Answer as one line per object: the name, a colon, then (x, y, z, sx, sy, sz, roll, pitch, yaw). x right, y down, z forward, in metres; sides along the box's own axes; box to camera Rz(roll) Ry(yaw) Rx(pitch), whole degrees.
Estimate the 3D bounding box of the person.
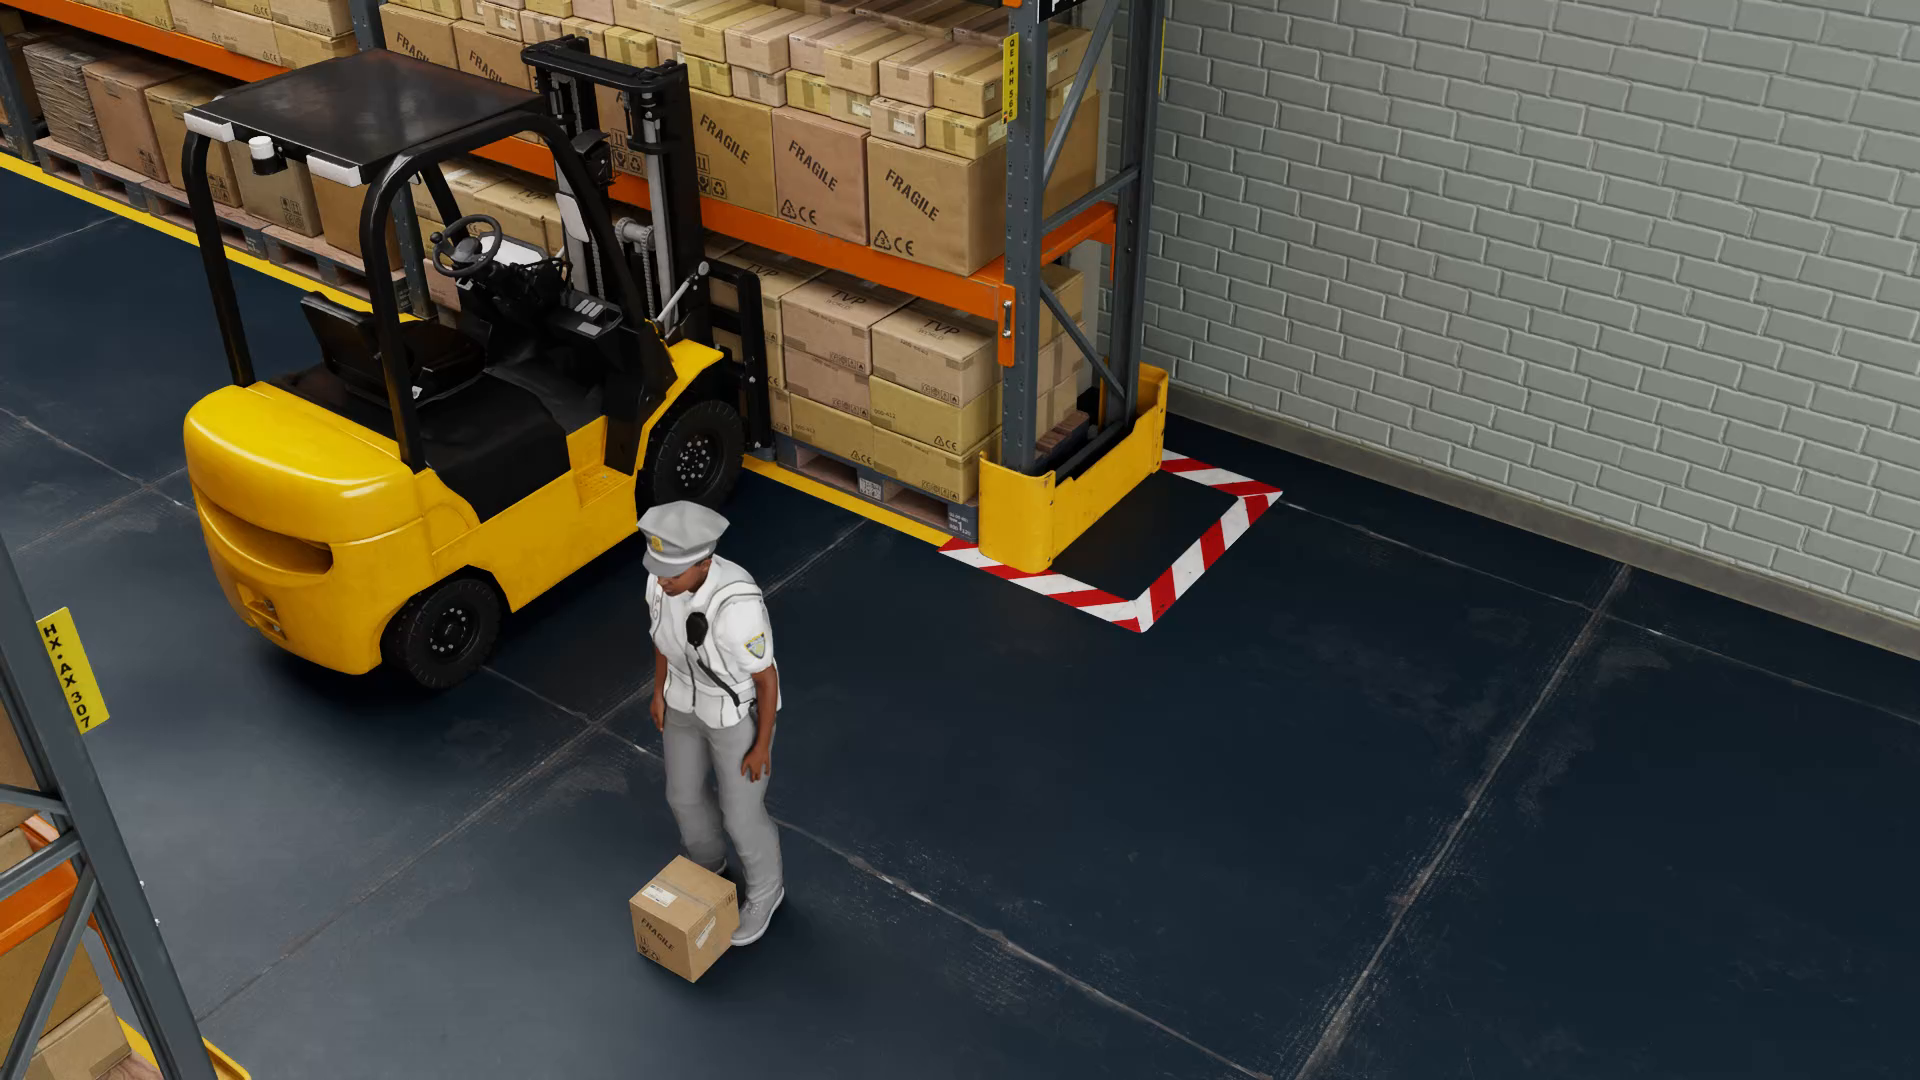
person: (-0.792, 0.571, 5.323, 0.504, 1.658, 0.396, 22, 40, 28)
